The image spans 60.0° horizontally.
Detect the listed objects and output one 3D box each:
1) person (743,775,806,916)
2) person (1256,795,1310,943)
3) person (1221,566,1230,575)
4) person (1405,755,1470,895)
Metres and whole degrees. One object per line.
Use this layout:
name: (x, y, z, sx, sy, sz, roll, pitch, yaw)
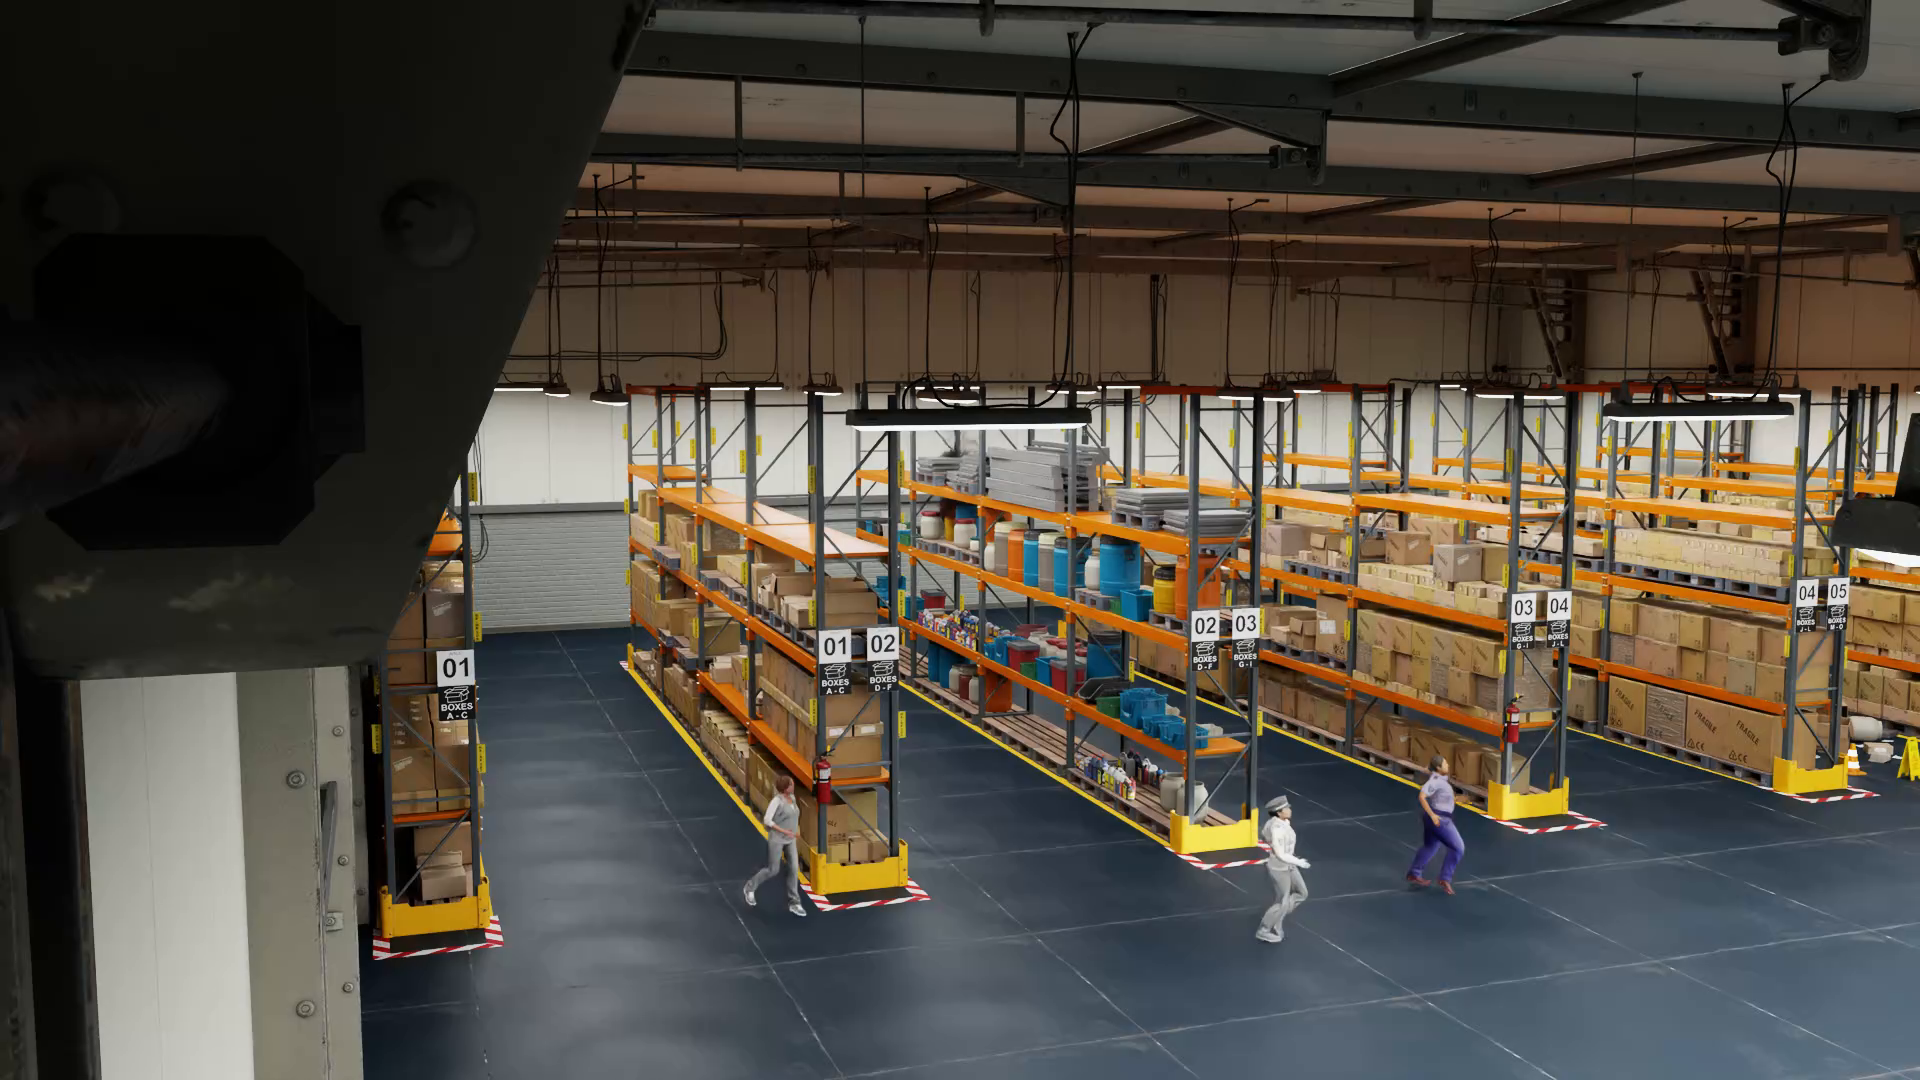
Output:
person: (-2.059, 3.532, 19.455, 0.876, 1.568, 0.605, 4, 7, 34)
person: (3.570, 3.612, 18.346, 0.575, 1.656, 0.629, 1, 6, 13)
person: (6.122, 1.448, 38.830, 0.726, 1.746, 0.953, 0, 6, -2)
person: (5.792, 3.454, 20.139, 0.720, 1.686, 0.577, 1, 6, 8)
